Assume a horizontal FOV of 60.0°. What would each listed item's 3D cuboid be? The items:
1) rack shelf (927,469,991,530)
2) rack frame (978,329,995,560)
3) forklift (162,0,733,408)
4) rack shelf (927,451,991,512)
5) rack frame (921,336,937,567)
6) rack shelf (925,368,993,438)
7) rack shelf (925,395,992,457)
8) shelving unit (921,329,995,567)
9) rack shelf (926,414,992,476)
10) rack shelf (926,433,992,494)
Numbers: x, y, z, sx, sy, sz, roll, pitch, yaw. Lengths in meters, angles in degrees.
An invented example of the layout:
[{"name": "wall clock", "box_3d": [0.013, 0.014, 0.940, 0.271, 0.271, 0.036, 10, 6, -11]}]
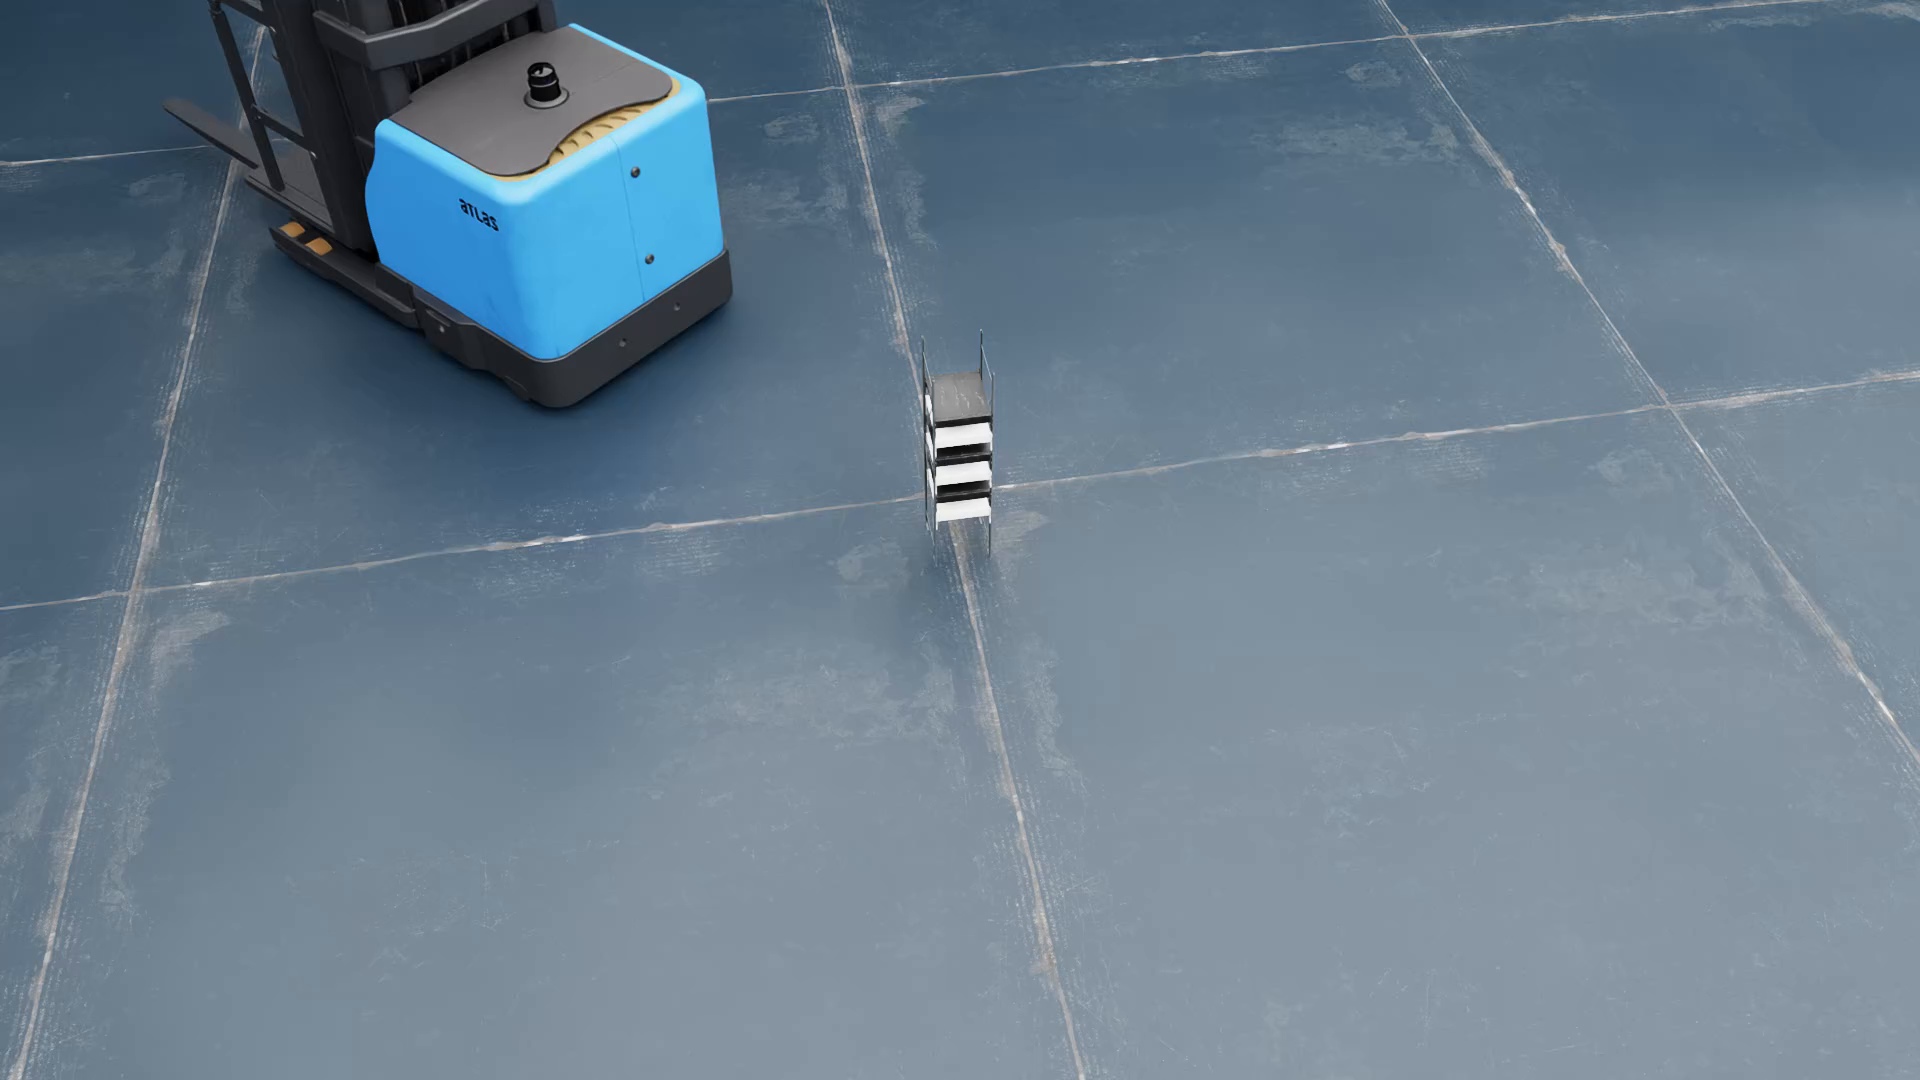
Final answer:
[{"name": "rack shelf", "box_3d": [-0.008, -0.163, 6.079, 0.200, 0.077, 0.258, -7, 46, -7]}, {"name": "rack frame", "box_3d": [0.092, -0.324, 5.937, 0.006, 0.900, 0.240, -7, 46, -7]}, {"name": "forklift", "box_3d": [-2.439, -2.449, 6.574, 3.031, 2.935, 1.130, 31, 53, 26]}, {"name": "rack shelf", "box_3d": [-0.008, -0.226, 6.014, 0.200, 0.077, 0.258, -7, 46, -7]}, {"name": "rack frame", "box_3d": [-0.108, -0.299, 5.913, 0.006, 0.900, 0.240, -7, 46, -7]}, {"name": "rack shelf", "box_3d": [-0.008, -0.475, 5.755, 0.200, 0.077, 0.258, -7, 46, -7]}, {"name": "rack shelf", "box_3d": [-0.008, -0.413, 5.819, 0.200, 0.077, 0.258, -7, 46, -7]}, {"name": "shelving unit", "box_3d": [-0.008, -0.311, 5.925, 0.210, 0.900, 0.258, -7, 46, -7]}, {"name": "rack shelf", "box_3d": [-0.008, -0.351, 5.884, 0.200, 0.077, 0.258, -7, 46, -7]}, {"name": "rack shelf", "box_3d": [-0.008, -0.288, 5.949, 0.200, 0.077, 0.258, -7, 46, -7]}]
